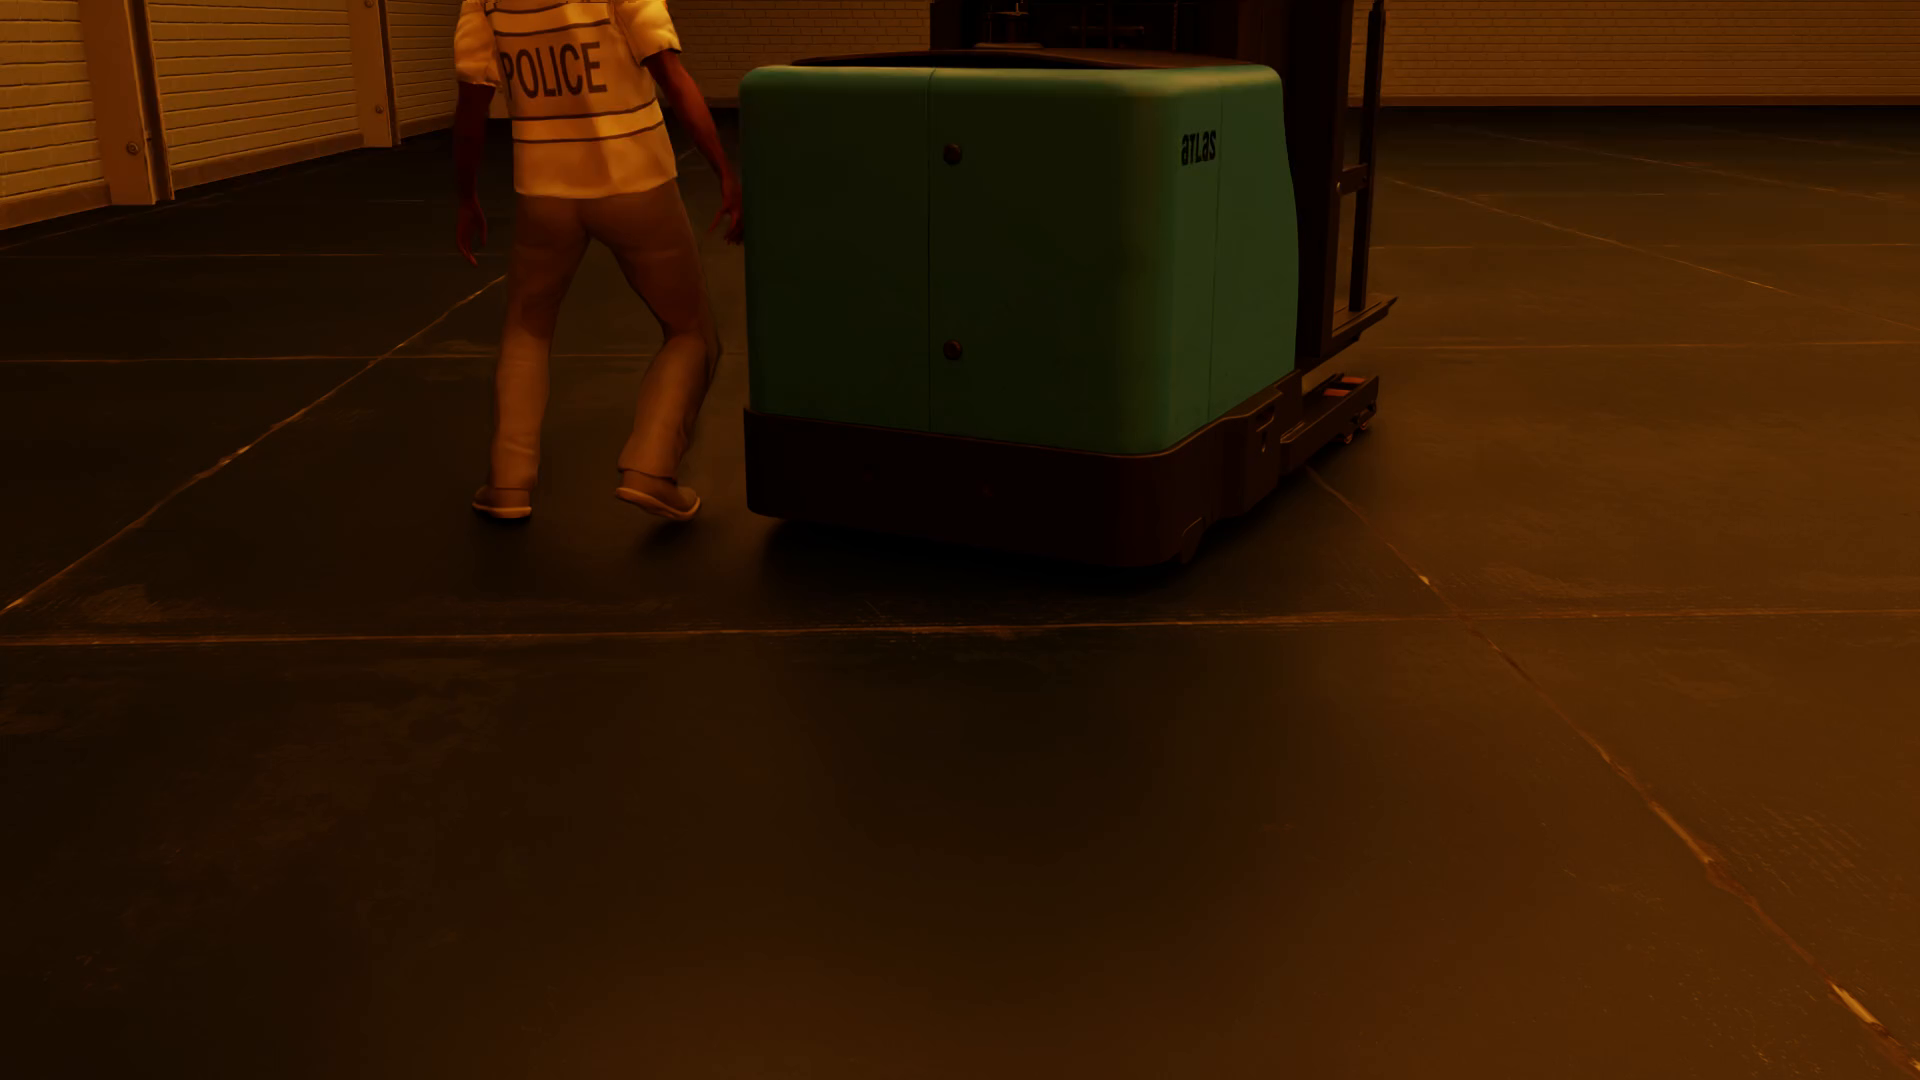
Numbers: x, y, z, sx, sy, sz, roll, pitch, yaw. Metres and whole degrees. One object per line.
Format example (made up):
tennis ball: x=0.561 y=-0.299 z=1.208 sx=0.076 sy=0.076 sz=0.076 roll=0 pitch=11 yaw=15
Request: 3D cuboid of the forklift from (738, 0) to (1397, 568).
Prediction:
forklift: x=0.608 y=-1.728 z=4.557 sx=1.130 sy=2.935 sz=3.031 roll=8 pitch=19 yaw=25

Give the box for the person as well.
person: x=-0.855 y=-0.808 z=3.886 sx=0.797 sy=1.589 sz=0.467 roll=5 pitch=18 yaw=14
